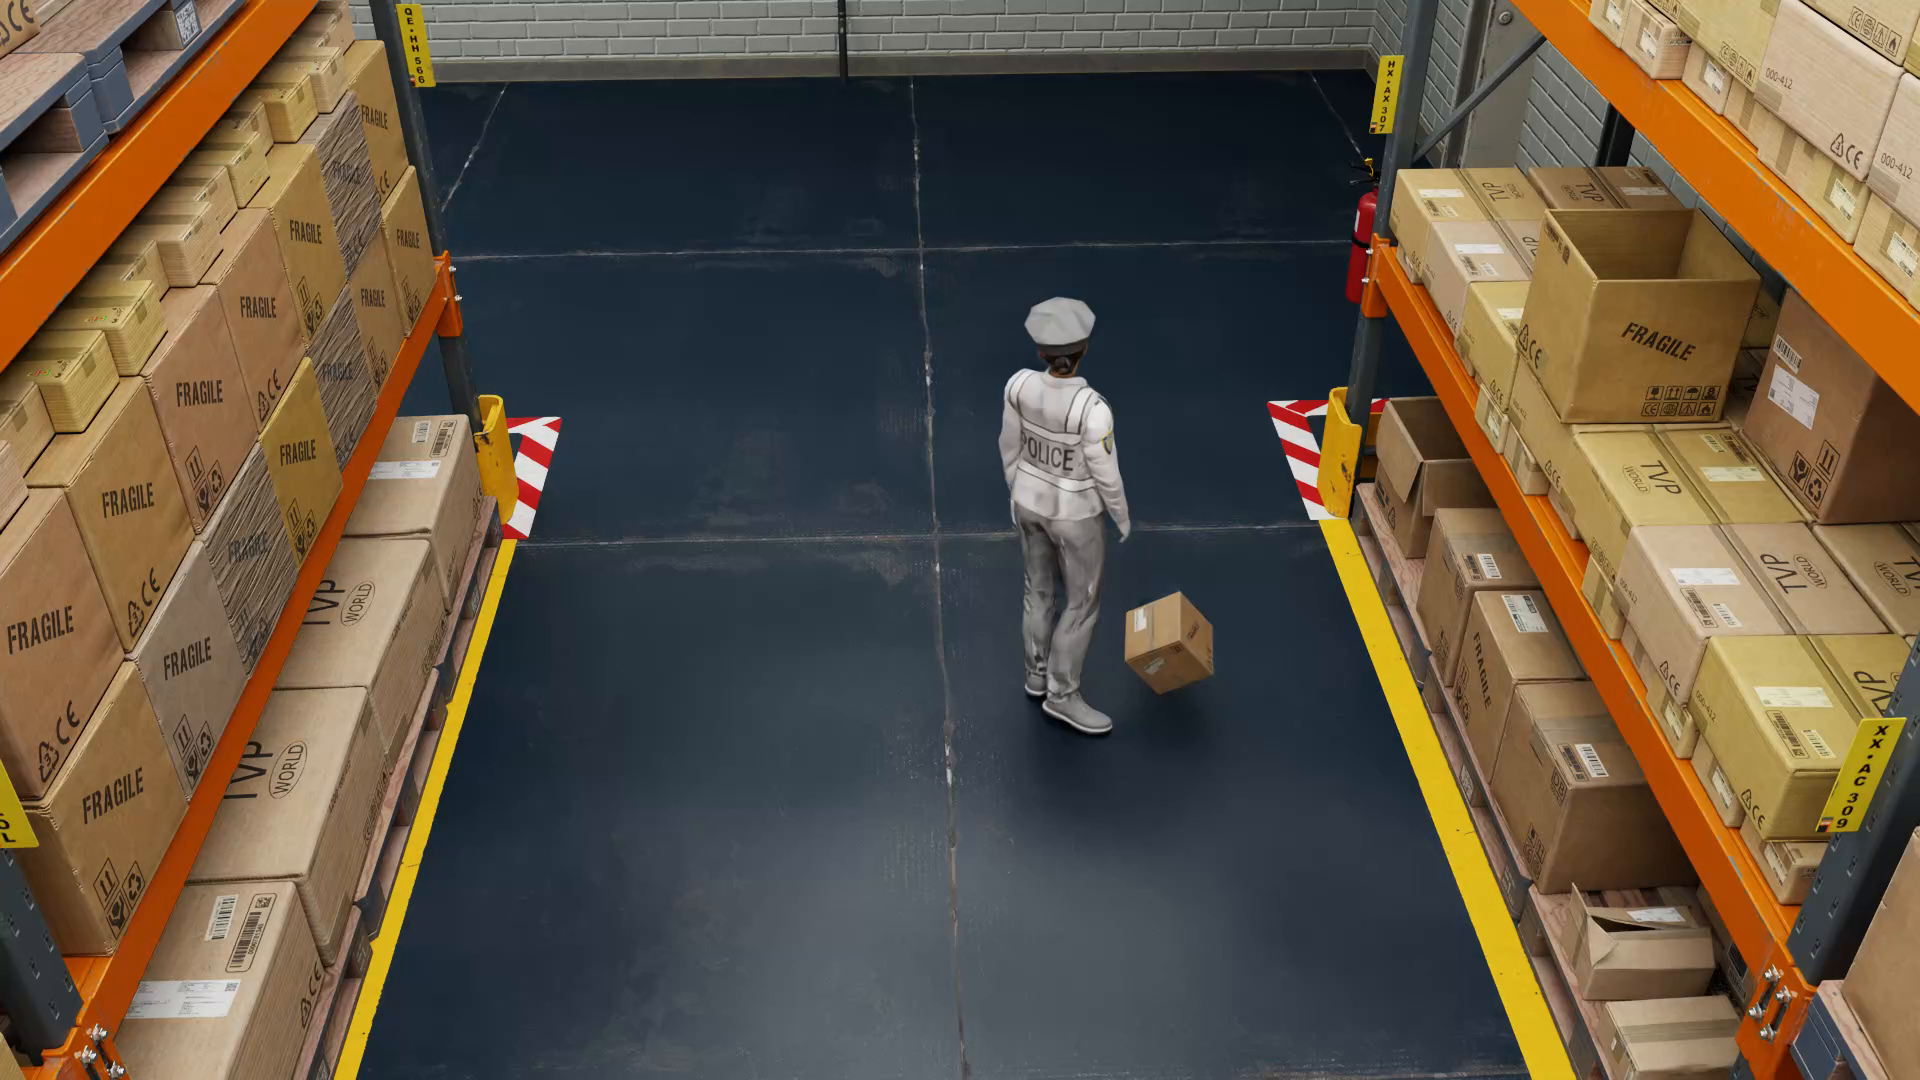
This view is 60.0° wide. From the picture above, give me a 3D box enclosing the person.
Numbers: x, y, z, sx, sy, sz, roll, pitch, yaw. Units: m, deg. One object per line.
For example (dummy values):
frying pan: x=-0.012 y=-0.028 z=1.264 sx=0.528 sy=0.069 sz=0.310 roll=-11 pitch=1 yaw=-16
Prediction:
person: x=0.404 y=-0.080 z=6.229 sx=0.626 sy=1.675 sz=0.405 roll=27 pitch=43 yaw=32
